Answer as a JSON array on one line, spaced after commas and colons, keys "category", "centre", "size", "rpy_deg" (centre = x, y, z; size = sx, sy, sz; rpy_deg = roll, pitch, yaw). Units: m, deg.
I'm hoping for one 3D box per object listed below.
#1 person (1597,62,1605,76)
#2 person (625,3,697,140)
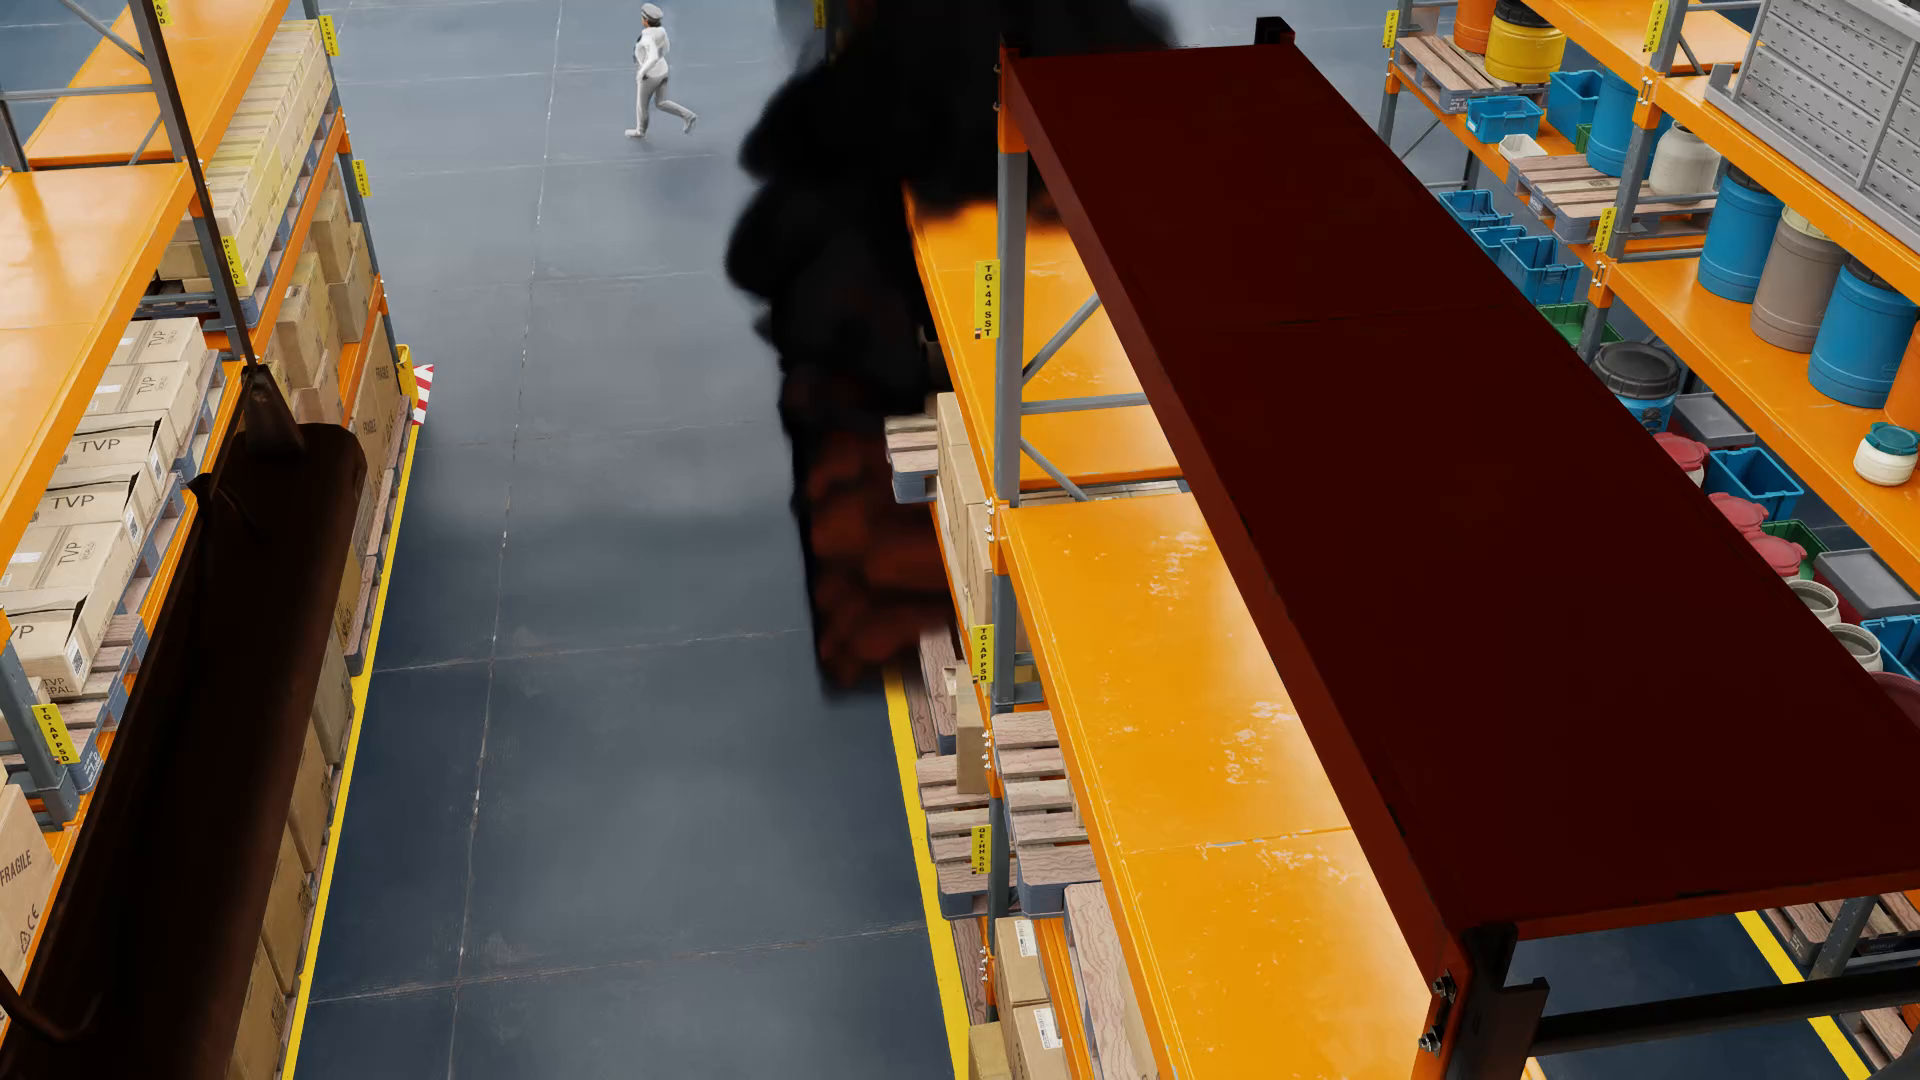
[{"category": "person", "centre": [6.892, -4.510, 18.111], "size": [0.645, 1.744, 0.639], "rpy_deg": [13, 38, 17]}, {"category": "person", "centre": [-3.603, -5.440, 19.444], "size": [0.930, 1.656, 0.630], "rpy_deg": [13, 38, 17]}]
